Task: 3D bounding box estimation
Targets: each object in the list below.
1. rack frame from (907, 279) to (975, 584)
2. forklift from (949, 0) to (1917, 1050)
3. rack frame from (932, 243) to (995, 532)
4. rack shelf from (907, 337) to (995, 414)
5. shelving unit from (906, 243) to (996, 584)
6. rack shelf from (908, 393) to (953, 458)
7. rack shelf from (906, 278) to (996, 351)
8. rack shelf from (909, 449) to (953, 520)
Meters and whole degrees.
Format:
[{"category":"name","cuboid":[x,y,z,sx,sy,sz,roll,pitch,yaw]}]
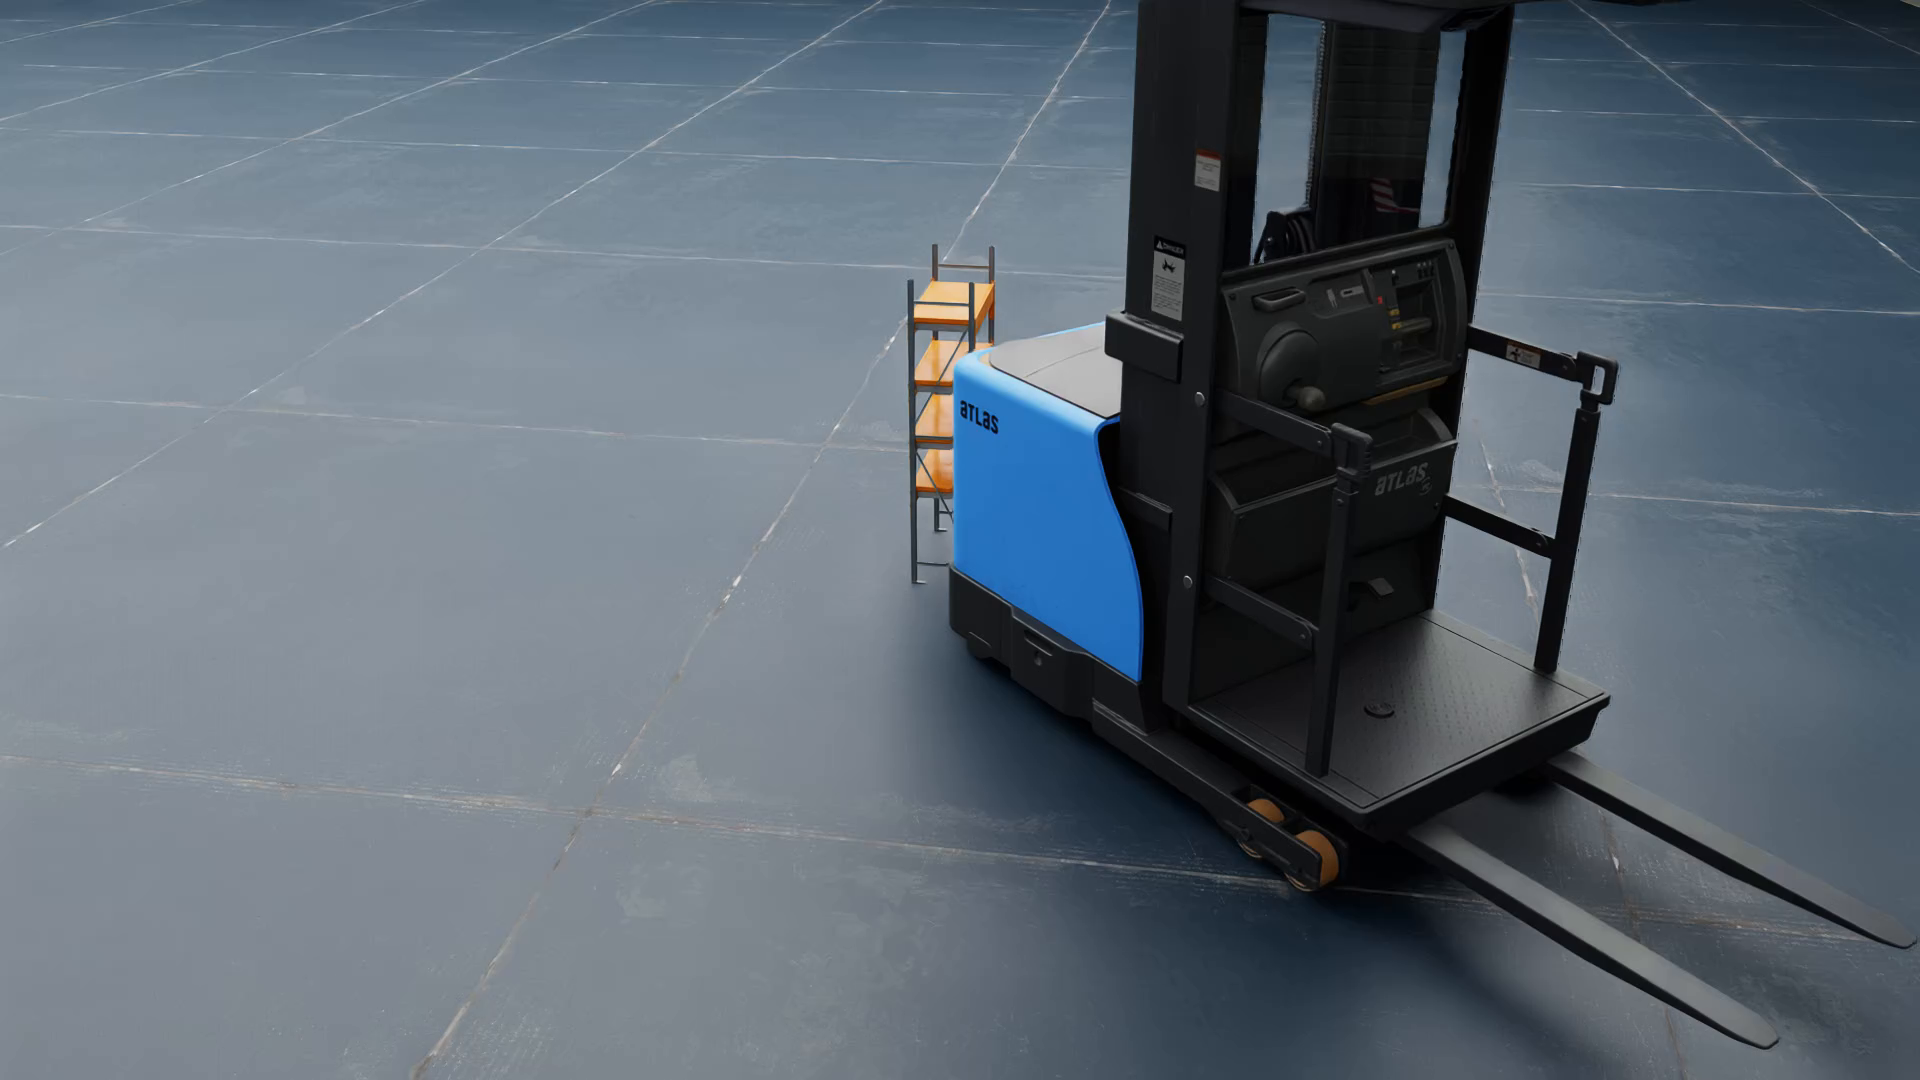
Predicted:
[{"category":"rack frame","cuboid":[-0.067,-0.372,6.130,0.240,1.200,0.015,4,25,9]},{"category":"forklift","cuboid":[1.222,-0.579,4.530,1.130,2.935,3.031,-17,30,-32]},{"category":"rack frame","cuboid":[0.013,-0.576,6.566,0.240,1.200,0.015,4,25,9]},{"category":"rack shelf","cuboid":[-0.027,-0.616,6.281,0.258,0.148,0.480,4,25,9]},{"category":"shelving unit","cuboid":[-0.027,-0.474,6.348,0.258,1.200,0.503,4,25,9]},{"category":"rack shelf","cuboid":[-0.027,-0.413,6.376,0.258,0.148,0.480,4,25,9]},{"category":"rack shelf","cuboid":[-0.027,-0.830,6.181,0.258,0.148,0.480,4,25,9]},{"category":"rack shelf","cuboid":[-0.027,-0.233,6.460,0.258,0.148,0.480,4,25,9]}]
